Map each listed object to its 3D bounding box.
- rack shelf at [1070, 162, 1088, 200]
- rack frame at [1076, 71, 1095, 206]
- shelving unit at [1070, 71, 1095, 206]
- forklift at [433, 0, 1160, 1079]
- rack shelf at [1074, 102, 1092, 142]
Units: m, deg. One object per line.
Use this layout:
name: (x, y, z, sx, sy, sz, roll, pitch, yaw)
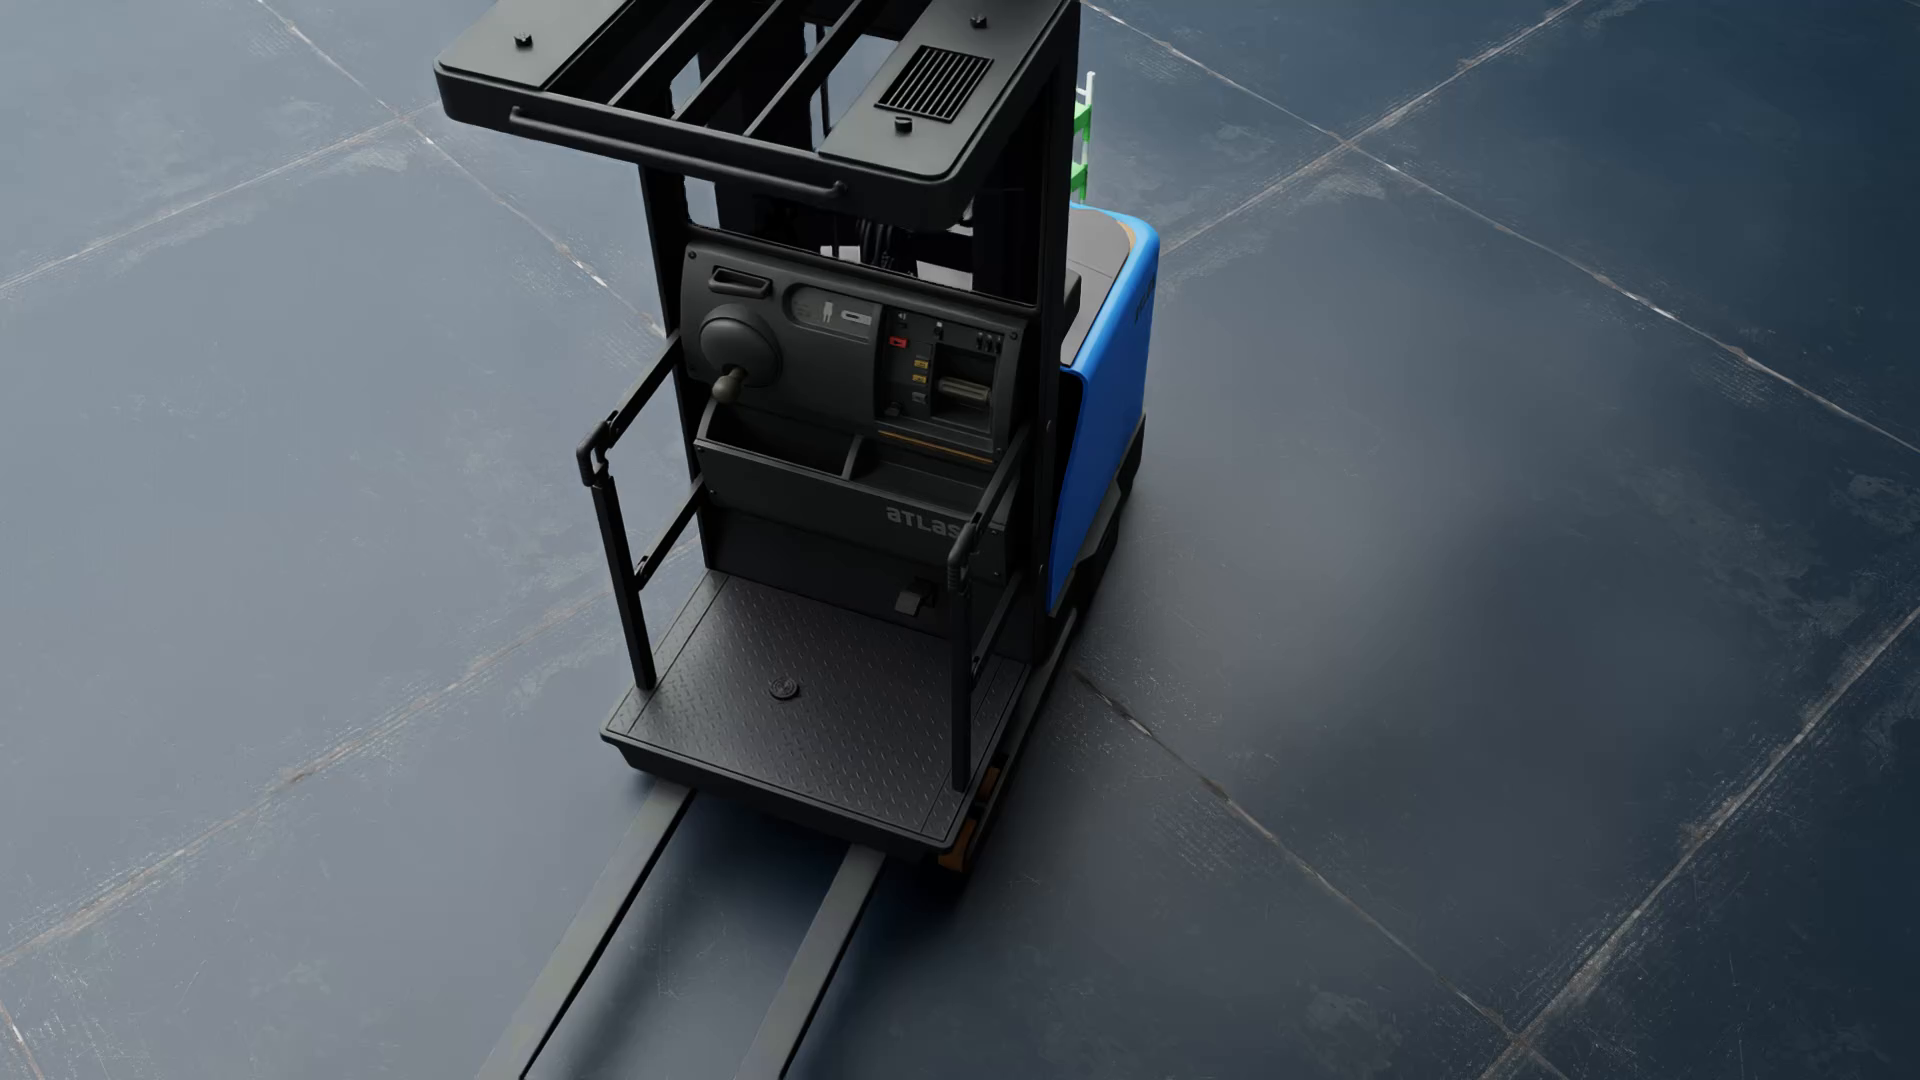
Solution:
rack shelf: (0.204, -1.178, 5.781, 0.258, 0.148, 0.480, 29, 54, 24)
rack frame: (0.351, -1.202, 6.043, 0.240, 1.200, 0.015, 29, 54, 24)
shelving unit: (0.204, -1.059, 5.910, 0.258, 1.200, 0.503, 29, 54, 24)
forklift: (-0.363, -0.384, 4.110, 1.130, 2.935, 3.031, 16, 49, 14)
rack shelf: (0.204, -1.341, 5.605, 0.258, 0.148, 0.480, 29, 54, 24)
